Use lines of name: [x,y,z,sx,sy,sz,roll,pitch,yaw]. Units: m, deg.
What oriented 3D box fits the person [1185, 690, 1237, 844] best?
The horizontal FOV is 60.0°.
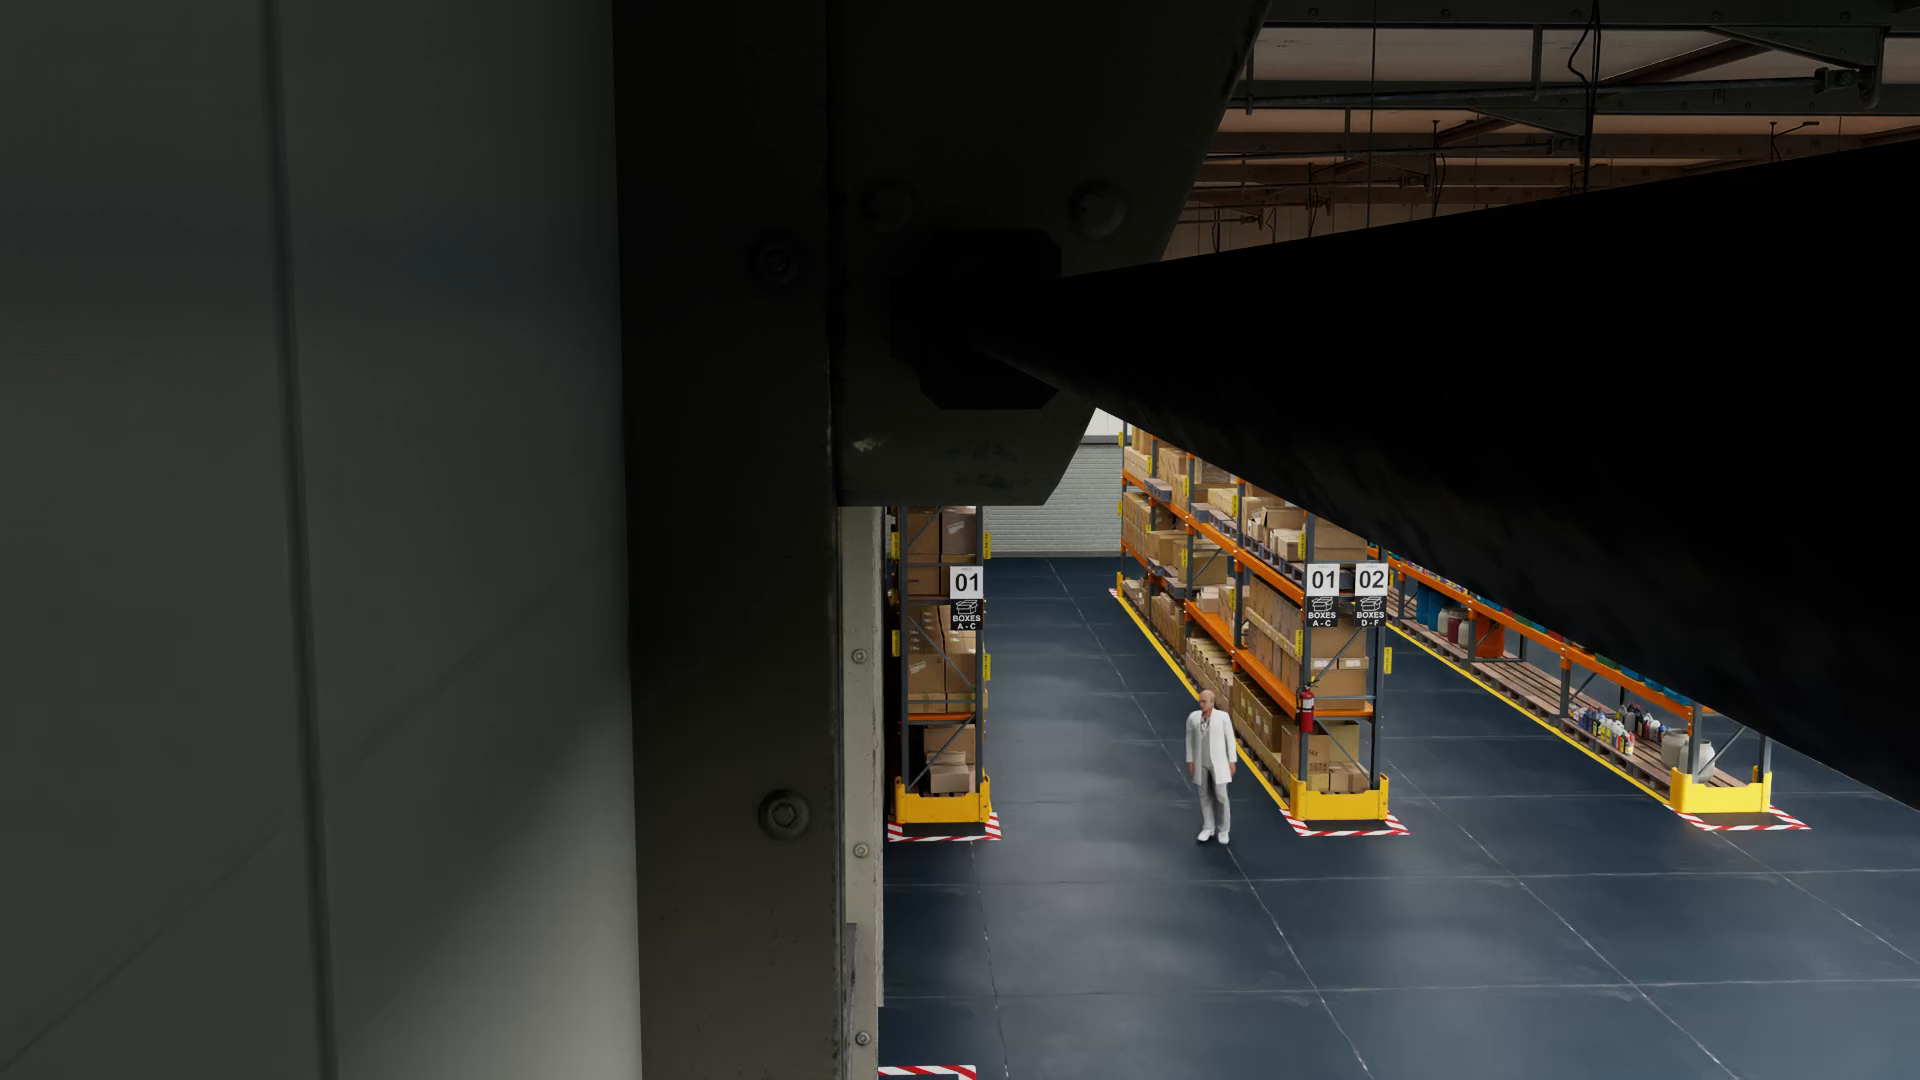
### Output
person: [2.963,2.693,19.779,0.636,1.826,0.423,4,9,25]
